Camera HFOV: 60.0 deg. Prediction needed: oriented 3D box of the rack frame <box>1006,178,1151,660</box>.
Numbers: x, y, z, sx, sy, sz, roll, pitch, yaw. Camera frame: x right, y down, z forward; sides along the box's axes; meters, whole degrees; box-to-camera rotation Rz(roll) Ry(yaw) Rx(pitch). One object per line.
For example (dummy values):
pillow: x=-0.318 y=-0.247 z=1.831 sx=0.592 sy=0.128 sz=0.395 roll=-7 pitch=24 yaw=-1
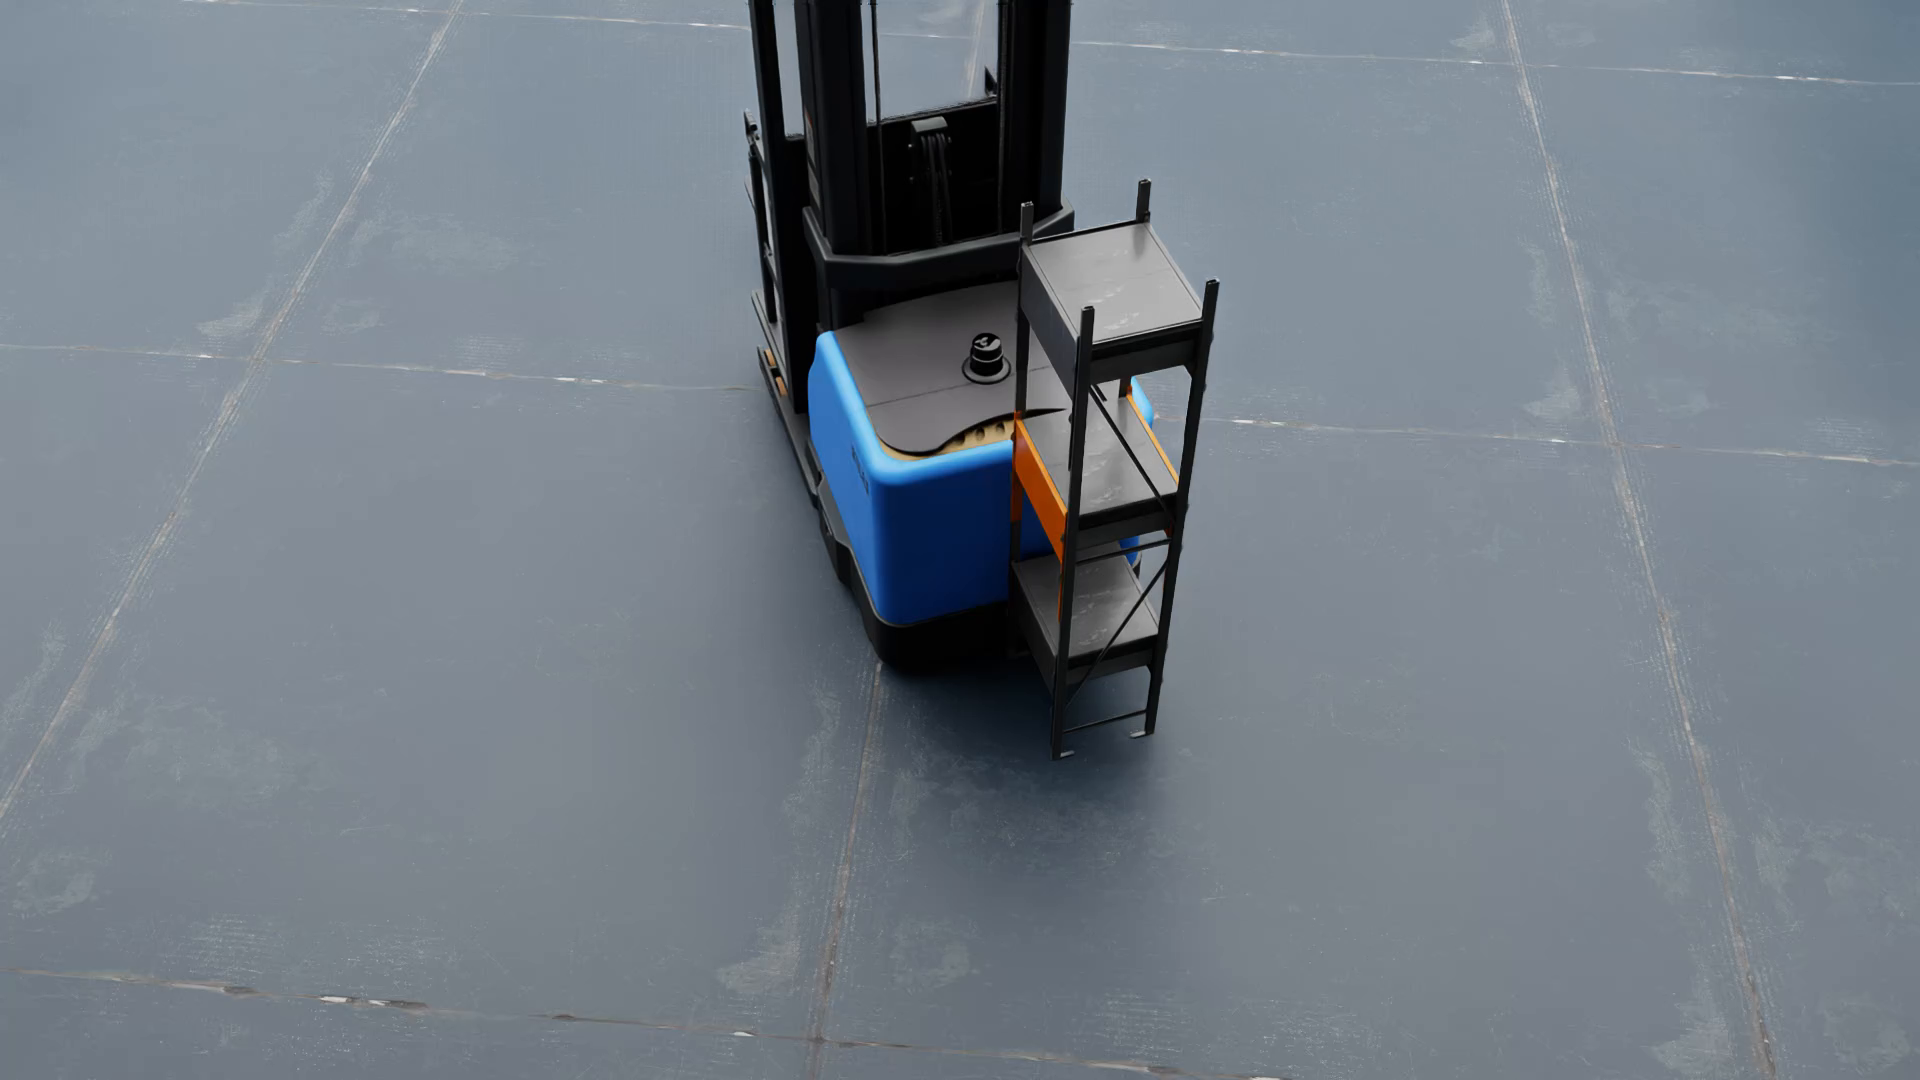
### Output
rack frame: x=0.368 y=-0.301 z=5.603 sx=0.400 sy=2.100 sz=0.015 roll=-14 pitch=49 yaw=-12

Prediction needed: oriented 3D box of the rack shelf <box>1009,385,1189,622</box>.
rack shelf: x=0.444 y=-0.121 z=5.456 sx=0.431 sy=0.518 sz=0.480 roll=-14 pitch=49 yaw=-12

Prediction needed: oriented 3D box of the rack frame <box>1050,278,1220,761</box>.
rack frame: x=0.519 y=0.041 z=5.290 sx=0.400 sy=2.100 sz=0.015 roll=-14 pitch=49 yaw=-12

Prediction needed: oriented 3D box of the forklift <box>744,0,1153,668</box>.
forklift: x=-0.254 y=-1.624 z=6.249 sx=1.130 sy=2.935 sz=3.031 roll=-14 pitch=49 yaw=-12

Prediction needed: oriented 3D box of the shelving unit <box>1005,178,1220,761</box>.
shelving unit: x=0.444 y=-0.130 z=5.446 sx=0.431 sy=2.100 sz=0.503 roll=-14 pitch=49 yaw=-12

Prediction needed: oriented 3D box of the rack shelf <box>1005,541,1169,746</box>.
rack shelf: x=0.444 y=0.351 z=5.973 sx=0.431 sy=0.518 sz=0.480 roll=-14 pitch=49 yaw=-12

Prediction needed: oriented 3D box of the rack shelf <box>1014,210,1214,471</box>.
rack shelf: x=0.444 y=-0.593 z=4.940 sx=0.431 sy=0.518 sz=0.480 roll=-14 pitch=49 yaw=-12
